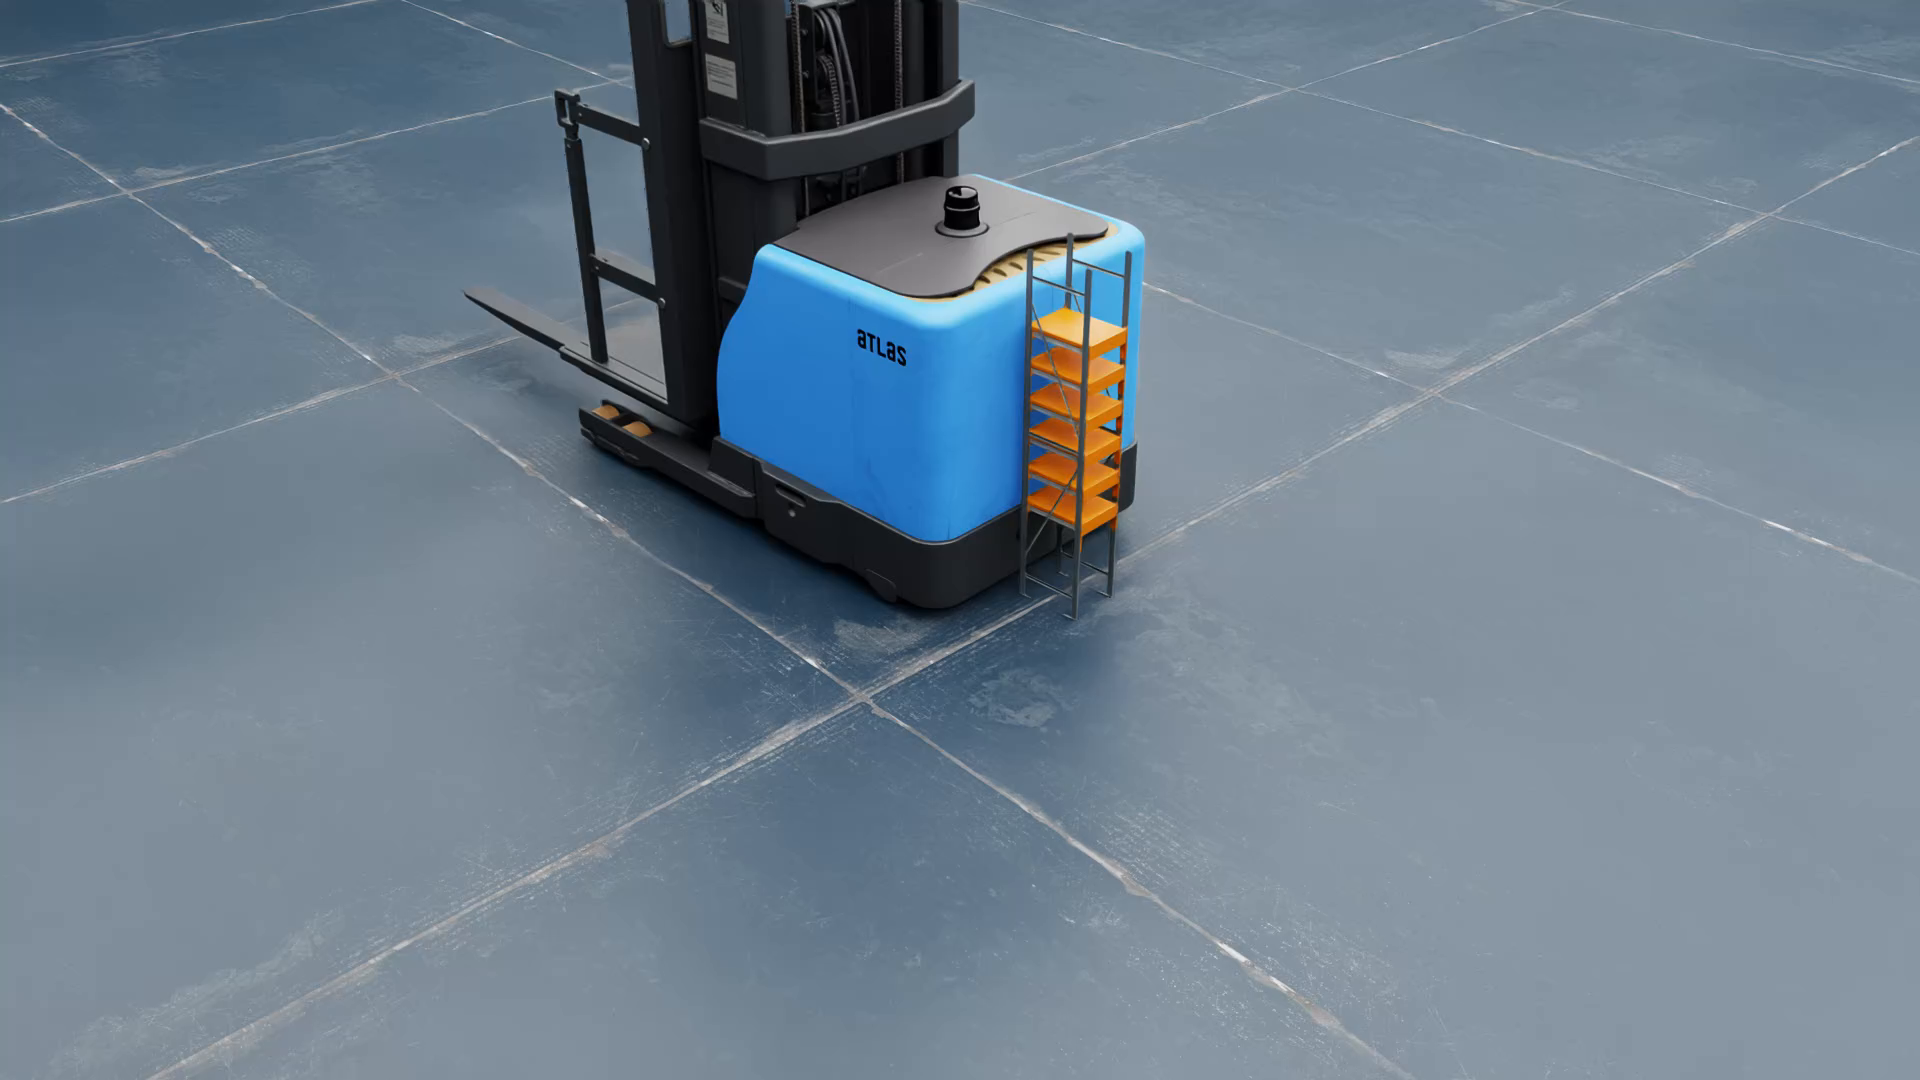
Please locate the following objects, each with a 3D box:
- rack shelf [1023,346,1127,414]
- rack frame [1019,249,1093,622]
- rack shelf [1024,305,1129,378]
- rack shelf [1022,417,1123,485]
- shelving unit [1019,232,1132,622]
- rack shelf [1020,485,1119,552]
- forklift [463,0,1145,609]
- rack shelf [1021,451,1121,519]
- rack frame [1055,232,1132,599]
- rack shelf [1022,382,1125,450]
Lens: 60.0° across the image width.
[{"bbox_3d":[0.347,-0.494,5.033,0.258,0.103,0.180,26,40,35],"label":"rack shelf"},{"bbox_3d":[0.285,-0.292,5.078,0.240,1.200,0.006,26,40,35],"label":"rack frame"},{"bbox_3d":[0.347,-0.596,4.970,0.258,0.103,0.180,26,40,35],"label":"rack shelf"},{"bbox_3d":[0.347,-0.289,5.158,0.258,0.103,0.180,26,40,35],"label":"rack shelf"},{"bbox_3d":[0.347,-0.327,5.135,0.258,1.200,0.189,26,40,35],"label":"shelving unit"},{"bbox_3d":[0.347,-0.085,5.283,0.258,0.103,0.180,26,40,35],"label":"rack shelf"},{"bbox_3d":[-0.794,-1.695,5.712,3.031,2.935,1.130,27,40,37],"label":"forklift"},{"bbox_3d":[0.347,-0.187,5.221,0.258,0.103,0.180,26,40,35],"label":"rack shelf"},{"bbox_3d":[0.409,-0.362,5.192,0.240,1.200,0.006,26,40,35],"label":"rack frame"},{"bbox_3d":[0.347,-0.392,5.096,0.258,0.103,0.180,26,40,35],"label":"rack shelf"}]
